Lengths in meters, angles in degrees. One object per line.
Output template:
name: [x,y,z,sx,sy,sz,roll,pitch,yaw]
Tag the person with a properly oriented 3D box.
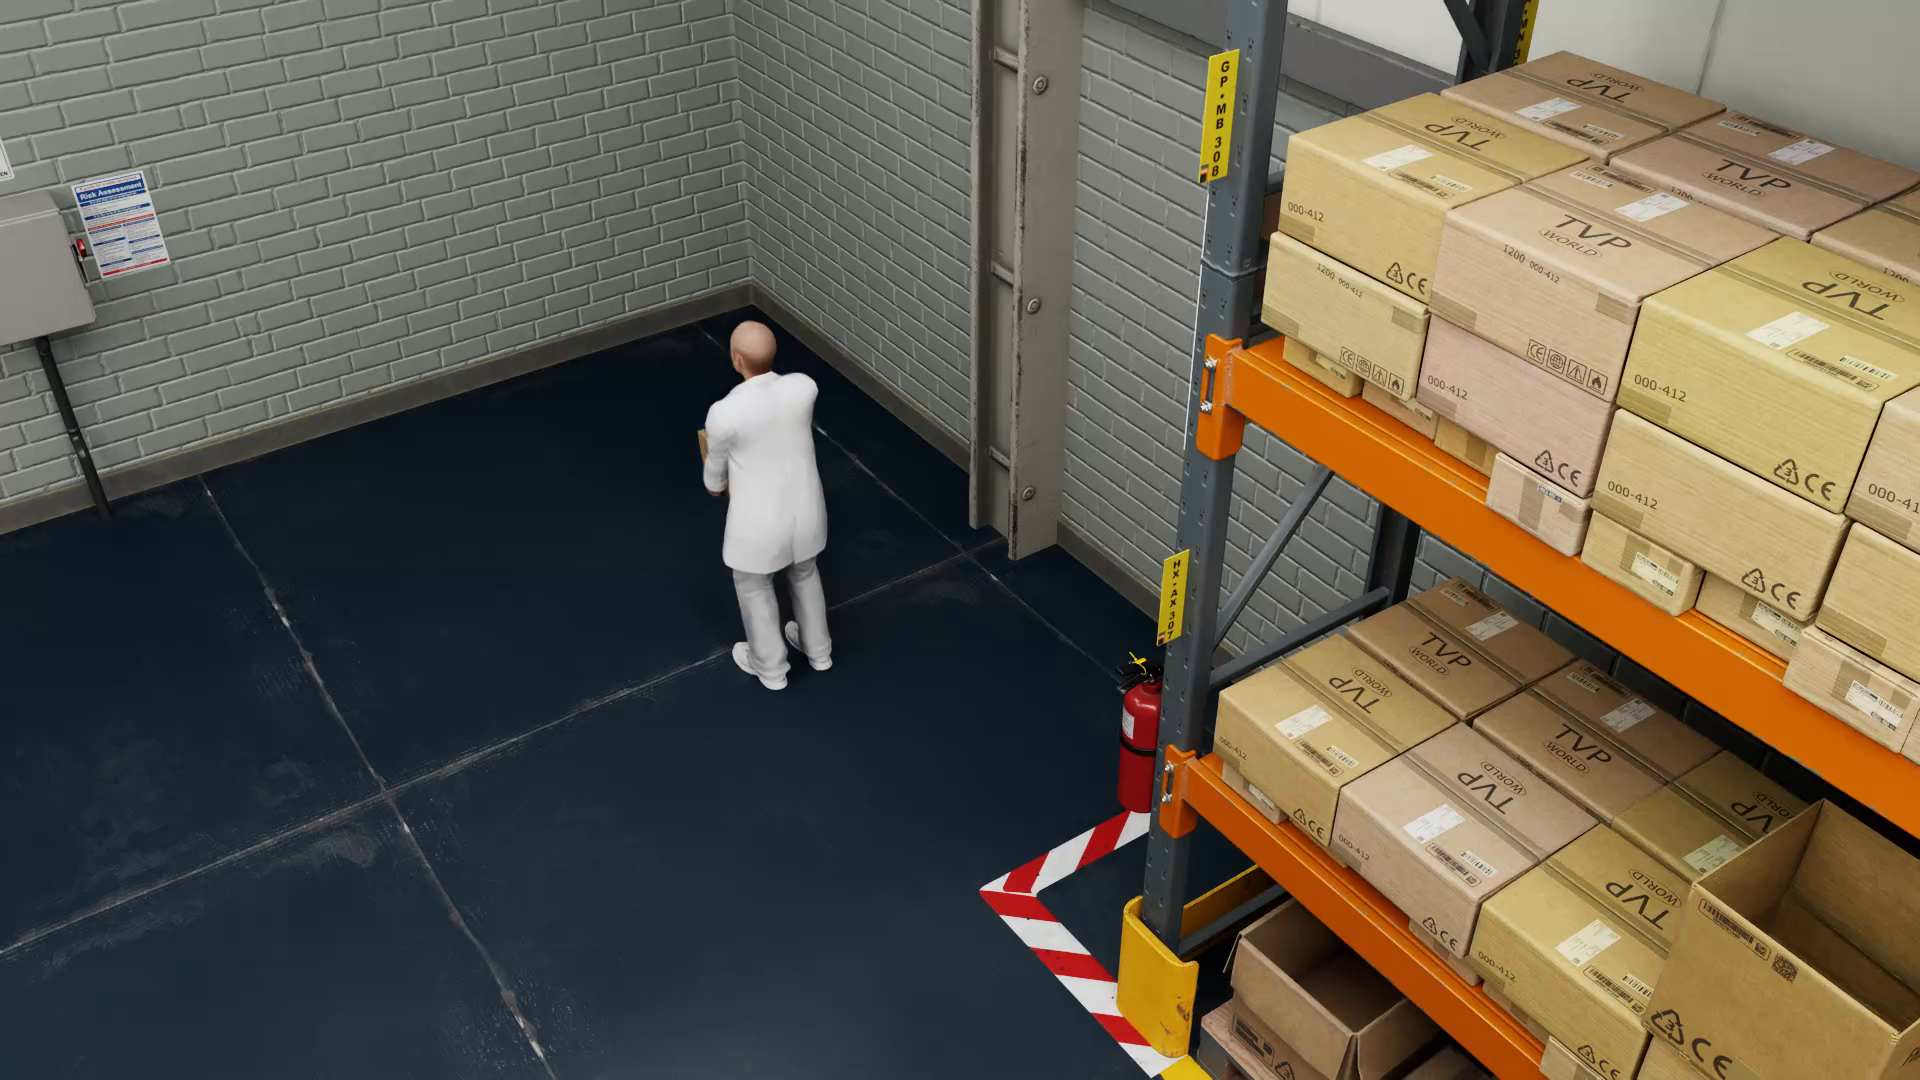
person: [-0.857,-0.183,7.264,0.554,1.781,0.527,-23,42,-28]
